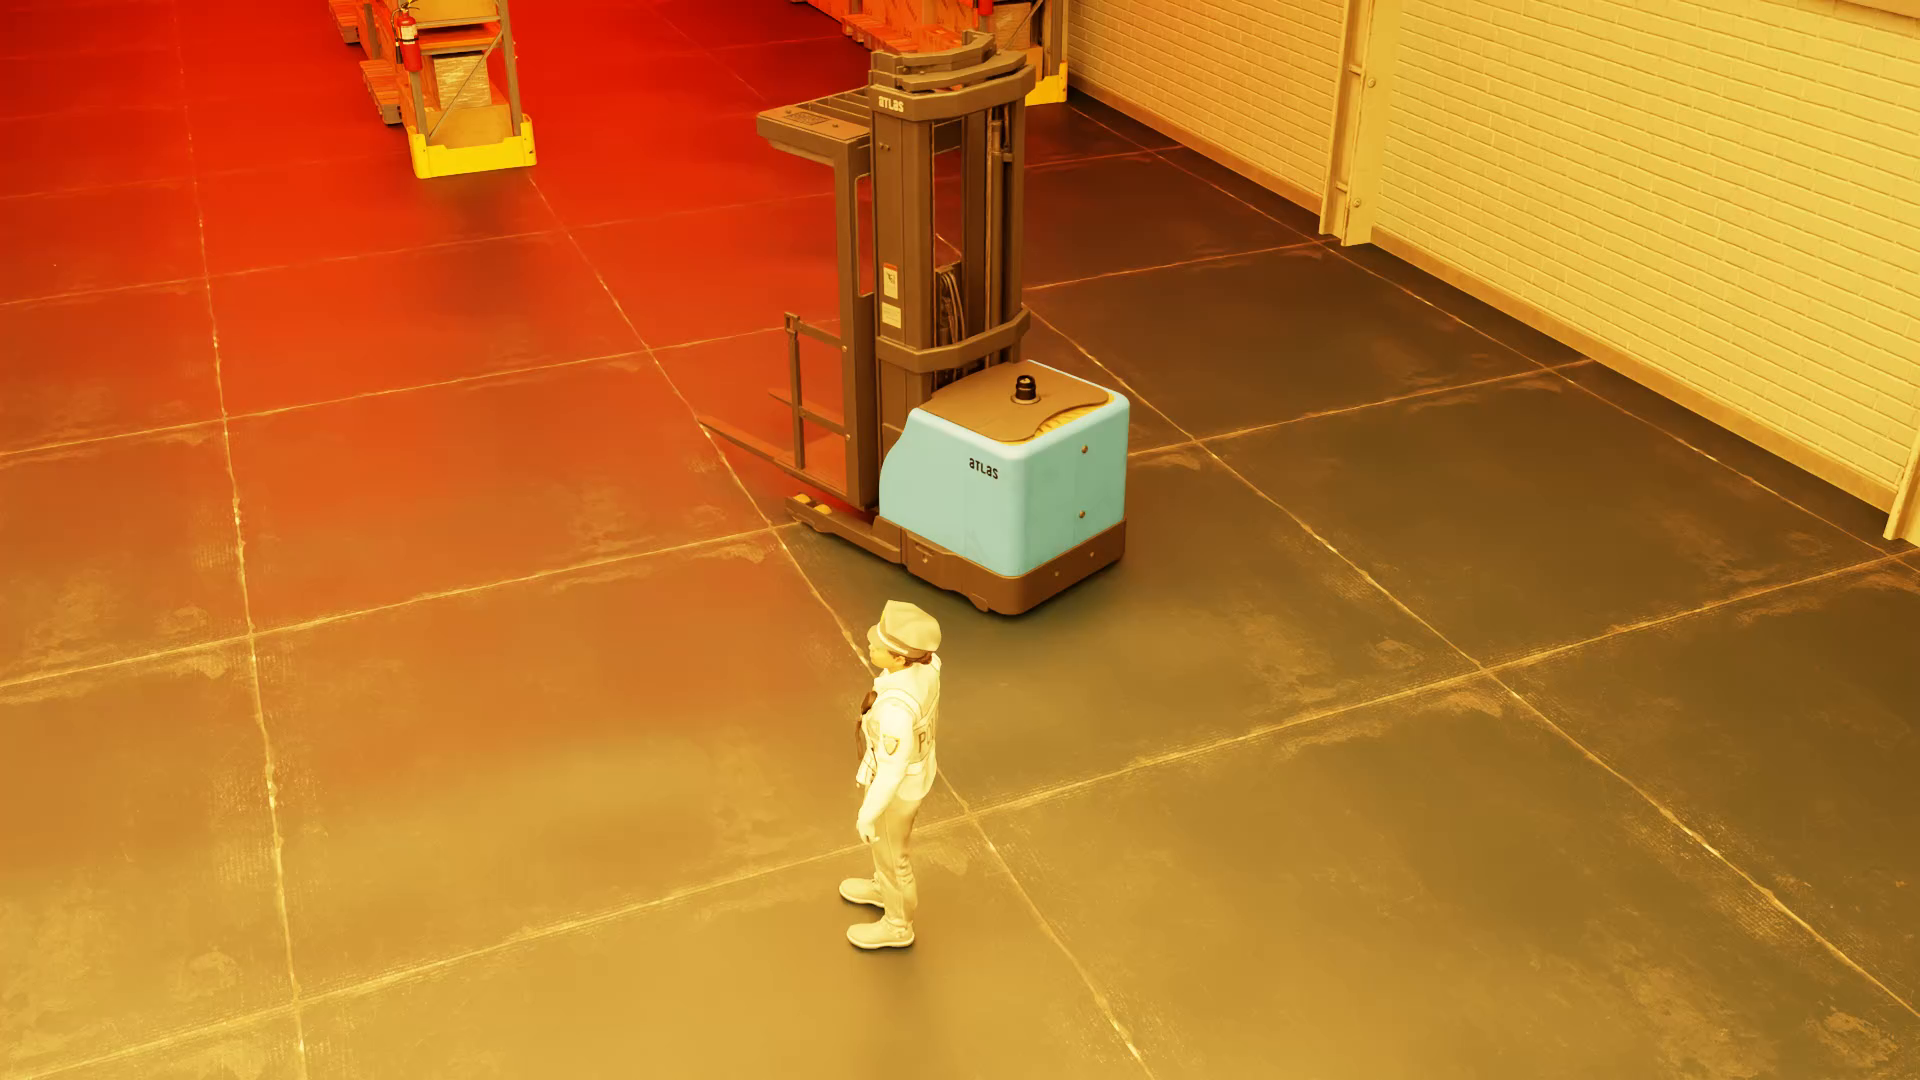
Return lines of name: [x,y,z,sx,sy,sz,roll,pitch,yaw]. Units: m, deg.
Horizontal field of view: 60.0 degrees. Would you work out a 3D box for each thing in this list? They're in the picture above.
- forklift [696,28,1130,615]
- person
forklift: [-0.436,-1.483,9.714,3.031,2.935,1.130,26,39,37]
person: [-0.325,0.958,6.677,0.532,1.695,0.585,7,30,12]
